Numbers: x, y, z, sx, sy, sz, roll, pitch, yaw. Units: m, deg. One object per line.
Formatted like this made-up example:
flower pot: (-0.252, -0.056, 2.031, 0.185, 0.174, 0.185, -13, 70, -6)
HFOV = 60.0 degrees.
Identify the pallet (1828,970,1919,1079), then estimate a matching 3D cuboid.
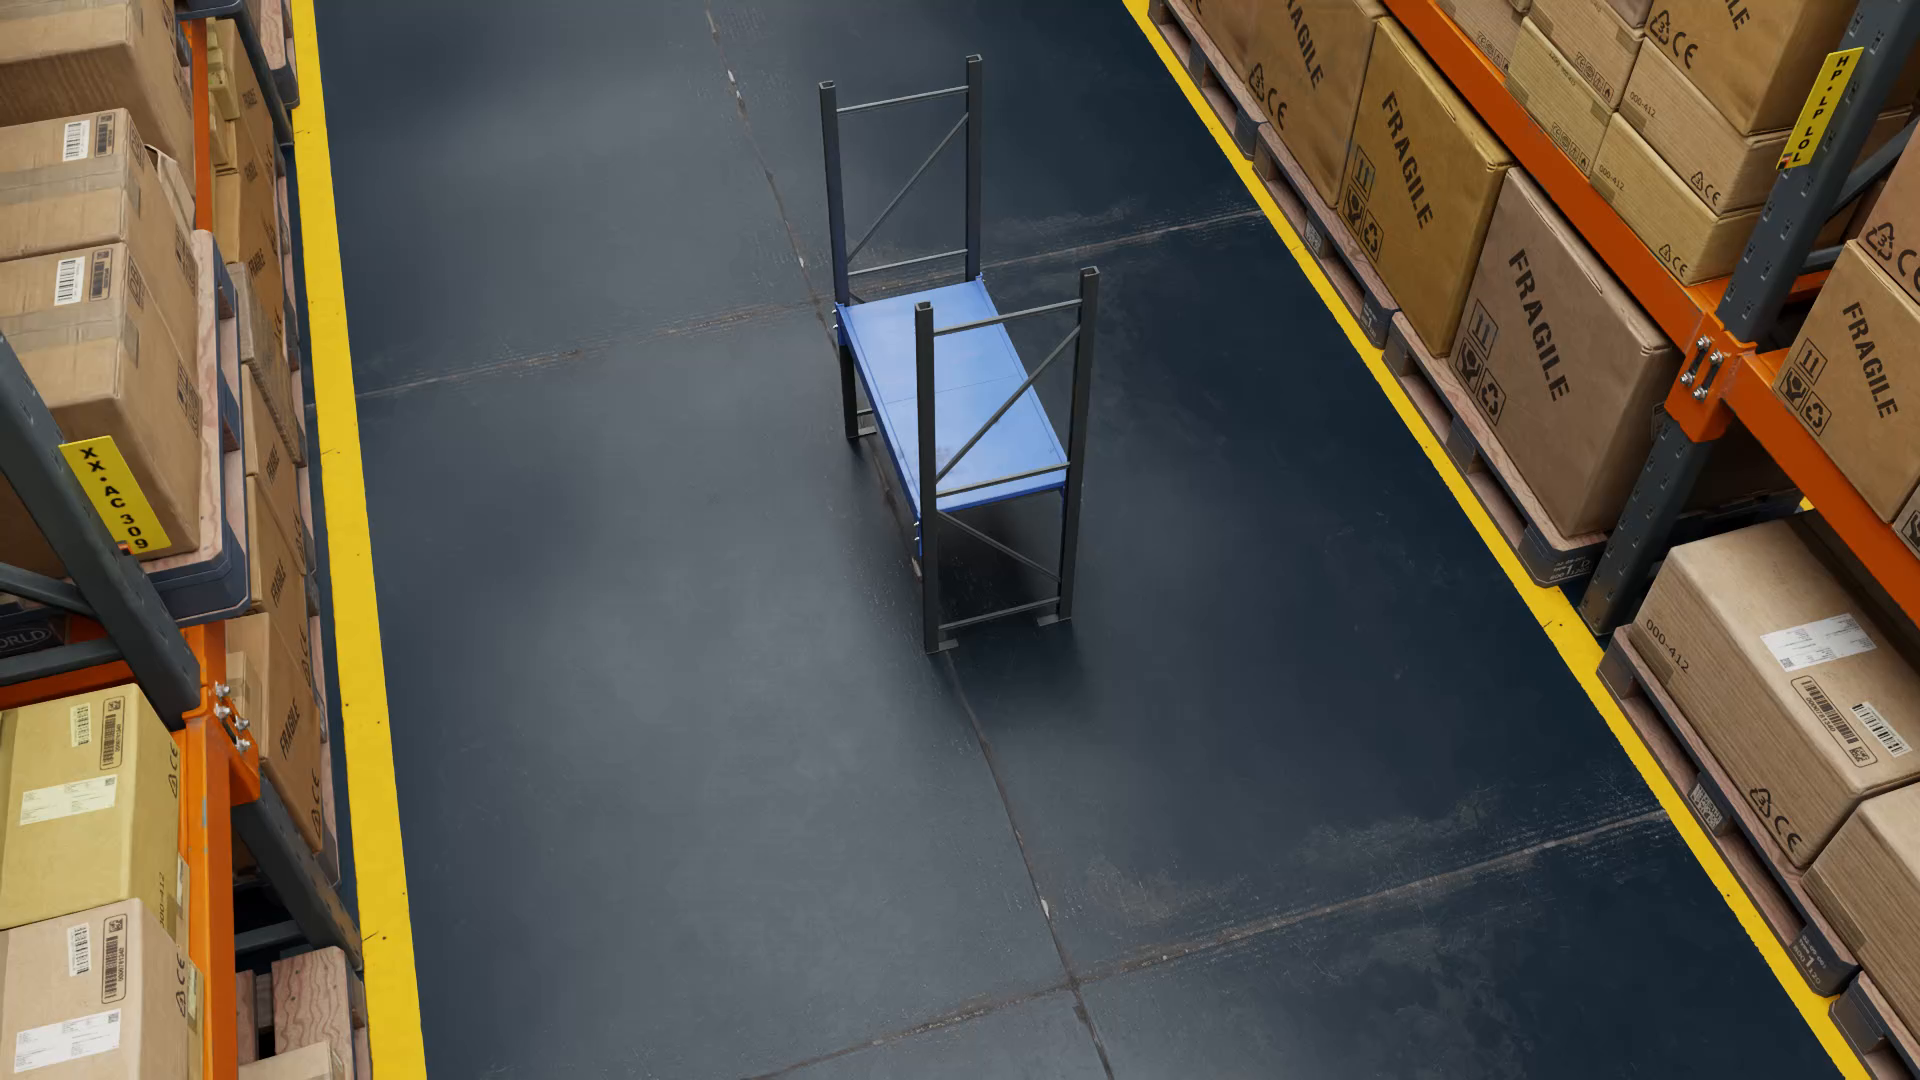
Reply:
pallet: (3.067, 1.564, 4.293, 1.003, 0.211, 1.213, -13, 51, -11)

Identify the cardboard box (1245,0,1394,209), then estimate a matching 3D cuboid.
cardboard box: (1.755, -1.997, 6.586, 0.875, 0.875, 0.875, -13, 51, -11)

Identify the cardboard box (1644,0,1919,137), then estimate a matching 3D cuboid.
cardboard box: (2.181, -1.425, 4.270, 0.500, 0.500, 0.500, -12, 51, -10)

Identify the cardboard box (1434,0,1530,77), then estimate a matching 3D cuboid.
cardboard box: (1.899, -1.768, 5.377, 0.500, 0.250, 0.500, -15, 51, -12)

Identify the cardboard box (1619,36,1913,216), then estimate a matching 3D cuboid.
cardboard box: (2.190, -1.180, 4.554, 0.500, 0.250, 0.500, -13, 51, -11)

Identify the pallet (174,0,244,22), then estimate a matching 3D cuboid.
pallet: (-3.103, -2.056, 5.647, 1.213, 0.211, 1.003, -13, 51, -11)

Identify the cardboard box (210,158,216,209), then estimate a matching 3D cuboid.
cardboard box: (-2.802, -1.234, 5.765, 0.380, 0.149, 0.250, -12, 51, -10)

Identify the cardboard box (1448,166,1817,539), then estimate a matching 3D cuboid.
cardboard box: (2.293, -0.686, 5.481, 0.875, 0.875, 0.875, -12, 51, -10)

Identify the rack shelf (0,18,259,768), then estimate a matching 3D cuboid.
rack shelf: (-2.779, -0.904, 5.021, 1.077, 0.370, 4.000, -13, 51, -11)

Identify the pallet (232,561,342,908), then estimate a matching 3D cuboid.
pallet: (-2.464, 0.638, 5.074, 1.003, 0.211, 1.213, -13, 51, -11)

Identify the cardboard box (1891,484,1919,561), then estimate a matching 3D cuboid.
cardboard box: (2.586, -0.062, 3.775, 0.500, 0.500, 0.500, -13, 51, -11)

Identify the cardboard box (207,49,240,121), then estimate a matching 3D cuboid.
cardboard box: (-2.872, -1.640, 6.107, 0.380, 0.149, 0.250, -16, 52, -13)

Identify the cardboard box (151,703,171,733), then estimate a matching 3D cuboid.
cardboard box: (-2.098, 0.381, 4.208, 0.380, 0.149, 0.250, -14, 51, -12)

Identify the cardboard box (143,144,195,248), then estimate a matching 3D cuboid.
cardboard box: (-2.232, -0.869, 4.334, 0.396, 0.266, 0.258, -11, 51, -9)

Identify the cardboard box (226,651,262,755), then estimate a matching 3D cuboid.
cardboard box: (-2.040, 0.464, 4.333, 0.380, 0.149, 0.250, -11, 51, -9)

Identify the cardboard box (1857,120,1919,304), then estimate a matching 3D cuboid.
cardboard box: (2.462, -0.752, 3.703, 0.500, 0.500, 0.500, -13, 51, -11)

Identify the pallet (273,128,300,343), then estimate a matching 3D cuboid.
pallet: (-3.186, -1.144, 6.577, 1.003, 0.211, 1.213, -13, 51, -11)

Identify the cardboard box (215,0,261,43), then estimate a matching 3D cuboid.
cardboard box: (-3.542, -2.426, 7.111, 0.875, 0.625, 0.625, -12, 51, -10)

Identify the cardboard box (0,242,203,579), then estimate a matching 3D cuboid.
cardboard box: (-2.117, -0.247, 3.656, 0.700, 0.500, 0.500, -12, 51, -10)

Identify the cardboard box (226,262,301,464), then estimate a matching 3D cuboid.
cardboard box: (-2.574, -0.542, 5.605, 0.500, 0.500, 0.500, -15, 51, -12)

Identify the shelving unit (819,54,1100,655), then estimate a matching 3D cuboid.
shelving unit: (-0.025, -0.546, 5.229, 0.538, 1.500, 1.048, -13, 51, -11)

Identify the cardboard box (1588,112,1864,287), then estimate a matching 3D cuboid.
cardboard box: (2.179, -1.023, 4.748, 0.500, 0.250, 0.500, -14, 51, -12)

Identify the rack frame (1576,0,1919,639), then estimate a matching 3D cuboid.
rack frame: (2.553, -0.800, 4.463, 1.000, 3.000, 0.127, -13, 51, -11)

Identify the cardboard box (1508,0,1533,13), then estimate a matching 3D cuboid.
cardboard box: (1.876, -1.921, 5.178, 0.500, 0.250, 0.500, -12, 51, -10)

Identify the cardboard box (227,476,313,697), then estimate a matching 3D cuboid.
cardboard box: (-2.283, 0.204, 4.976, 0.500, 0.500, 0.500, -14, 51, -11)

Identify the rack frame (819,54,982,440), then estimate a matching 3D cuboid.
rack frame: (-0.176, -0.917, 5.542, 0.500, 1.500, 0.032, -13, 51, -11)

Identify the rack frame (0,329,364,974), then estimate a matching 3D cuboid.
rack frame: (-2.188, 0.325, 3.514, 1.000, 3.000, 0.127, -13, 51, -11)

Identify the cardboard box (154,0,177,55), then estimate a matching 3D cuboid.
cardboard box: (-2.711, -1.615, 4.808, 0.797, 0.503, 0.637, -14, 51, -12)

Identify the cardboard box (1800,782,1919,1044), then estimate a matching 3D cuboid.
cardboard box: (2.901, 1.027, 4.324, 0.875, 0.438, 0.875, -15, 51, -12)

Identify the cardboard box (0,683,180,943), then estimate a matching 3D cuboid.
cardboard box: (-1.804, 0.594, 3.191, 0.500, 0.250, 0.500, -12, 51, -10)

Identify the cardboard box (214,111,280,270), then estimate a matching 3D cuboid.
cardboard box: (-2.902, -1.298, 6.243, 0.500, 0.500, 0.500, -14, 51, -12)

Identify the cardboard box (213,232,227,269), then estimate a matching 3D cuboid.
cardboard box: (-2.617, -0.857, 5.447, 0.380, 0.149, 0.250, -16, 52, -13)

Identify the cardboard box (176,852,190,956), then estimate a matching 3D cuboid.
cardboard box: (-1.755, 0.767, 3.306, 0.380, 0.149, 0.250, -12, 51, -10)

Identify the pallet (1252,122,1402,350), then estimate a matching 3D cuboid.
pallet: (1.888, -1.341, 6.742, 1.003, 0.211, 1.213, -13, 51, -11)

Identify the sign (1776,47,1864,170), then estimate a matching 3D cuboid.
sign: (2.037, -1.018, 3.941, 0.100, 0.325, 0.005, -13, 51, -11)

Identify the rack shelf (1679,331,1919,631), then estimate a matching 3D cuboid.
rack shelf: (3.144, 0.892, 3.507, 1.077, 0.370, 4.000, -13, 51, -11)

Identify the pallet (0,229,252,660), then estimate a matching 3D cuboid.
pallet: (-2.320, -0.222, 4.101, 1.003, 0.211, 1.213, -13, 51, -11)
